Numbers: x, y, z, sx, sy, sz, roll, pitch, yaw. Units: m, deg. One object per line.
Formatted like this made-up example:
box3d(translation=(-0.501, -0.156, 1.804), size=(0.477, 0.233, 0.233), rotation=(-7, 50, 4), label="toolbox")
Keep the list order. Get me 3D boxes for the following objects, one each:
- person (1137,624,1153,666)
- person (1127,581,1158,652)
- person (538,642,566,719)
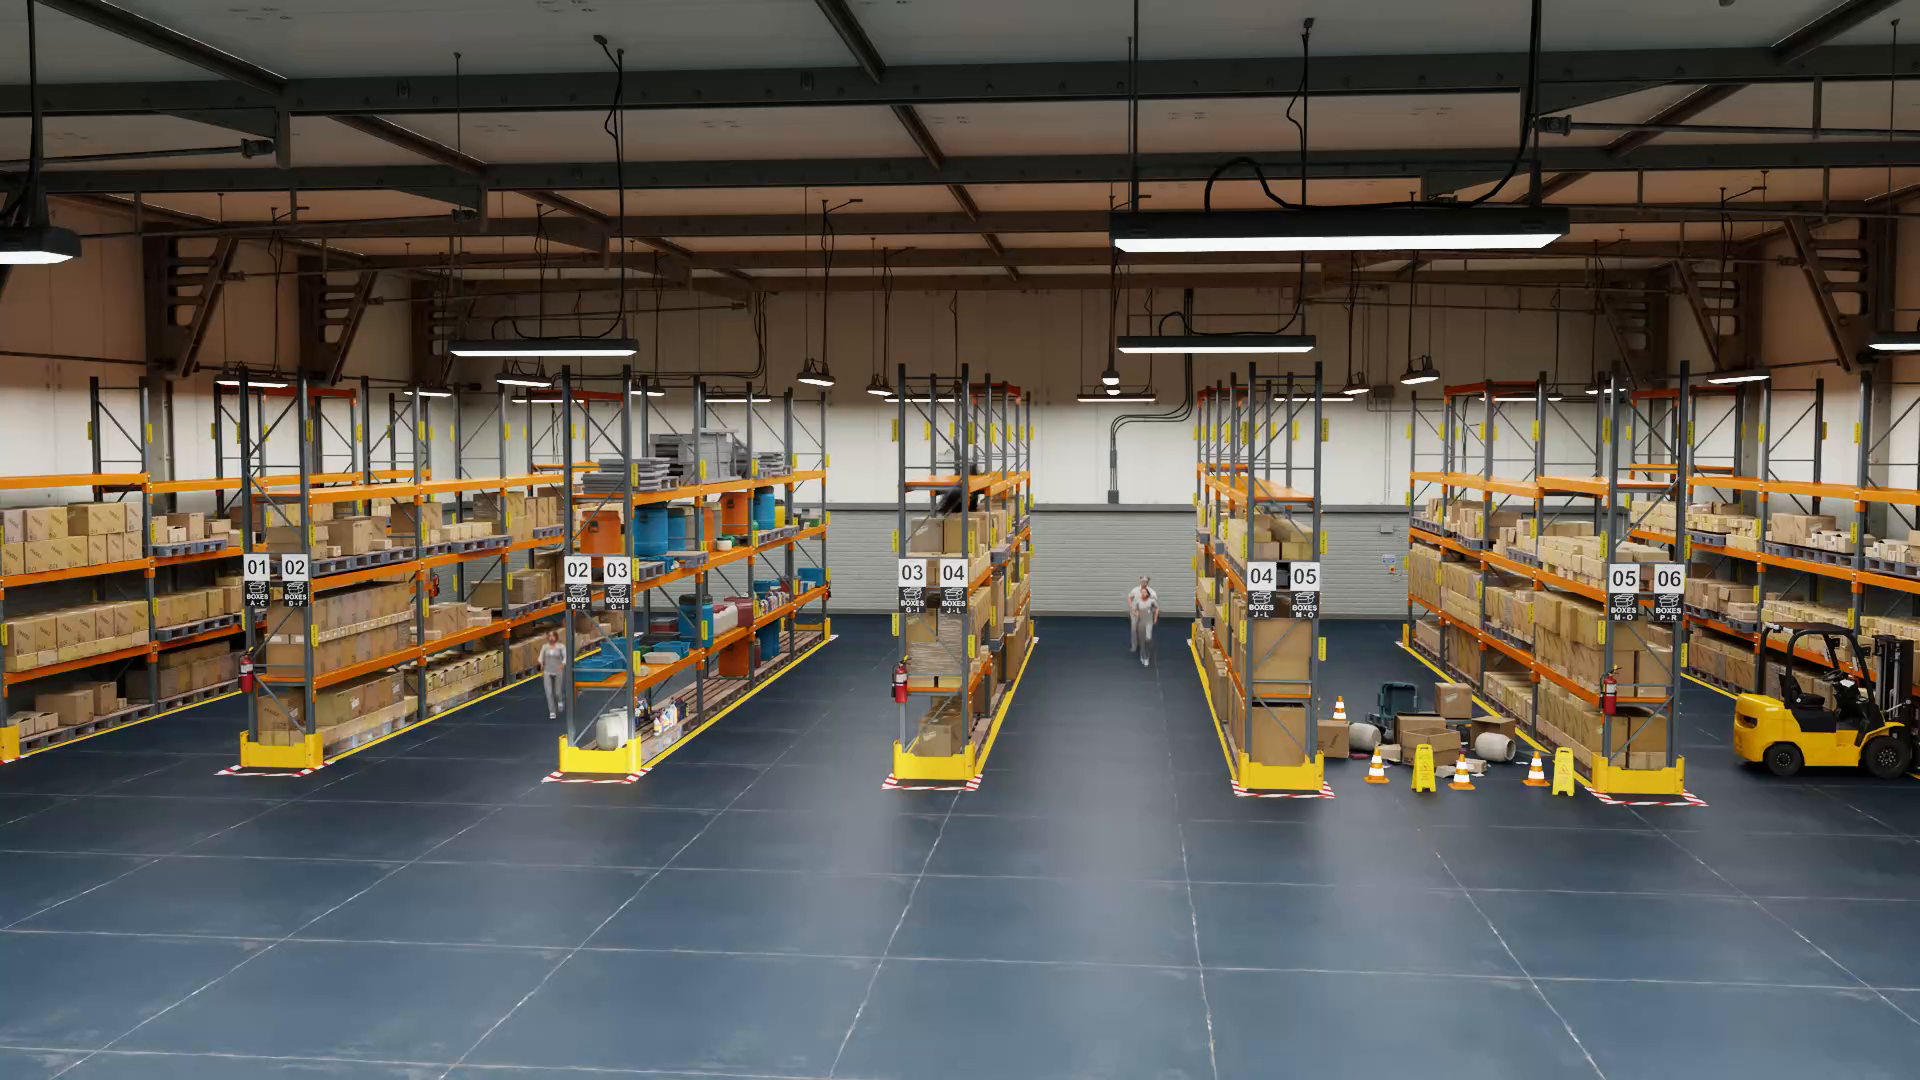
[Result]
box3d(translation=(4.021, 2.200, 36.048), size=(0.350, 1.046, 0.691), rotation=(1, 4, 12), label="person")
box3d(translation=(4.209, 1.714, 38.440), size=(0.705, 1.684, 0.708), rotation=(1, 4, 12), label="person")
box3d(translation=(-7.153, 2.461, 29.243), size=(0.533, 1.328, 0.492), rotation=(0, 4, -5), label="person")
